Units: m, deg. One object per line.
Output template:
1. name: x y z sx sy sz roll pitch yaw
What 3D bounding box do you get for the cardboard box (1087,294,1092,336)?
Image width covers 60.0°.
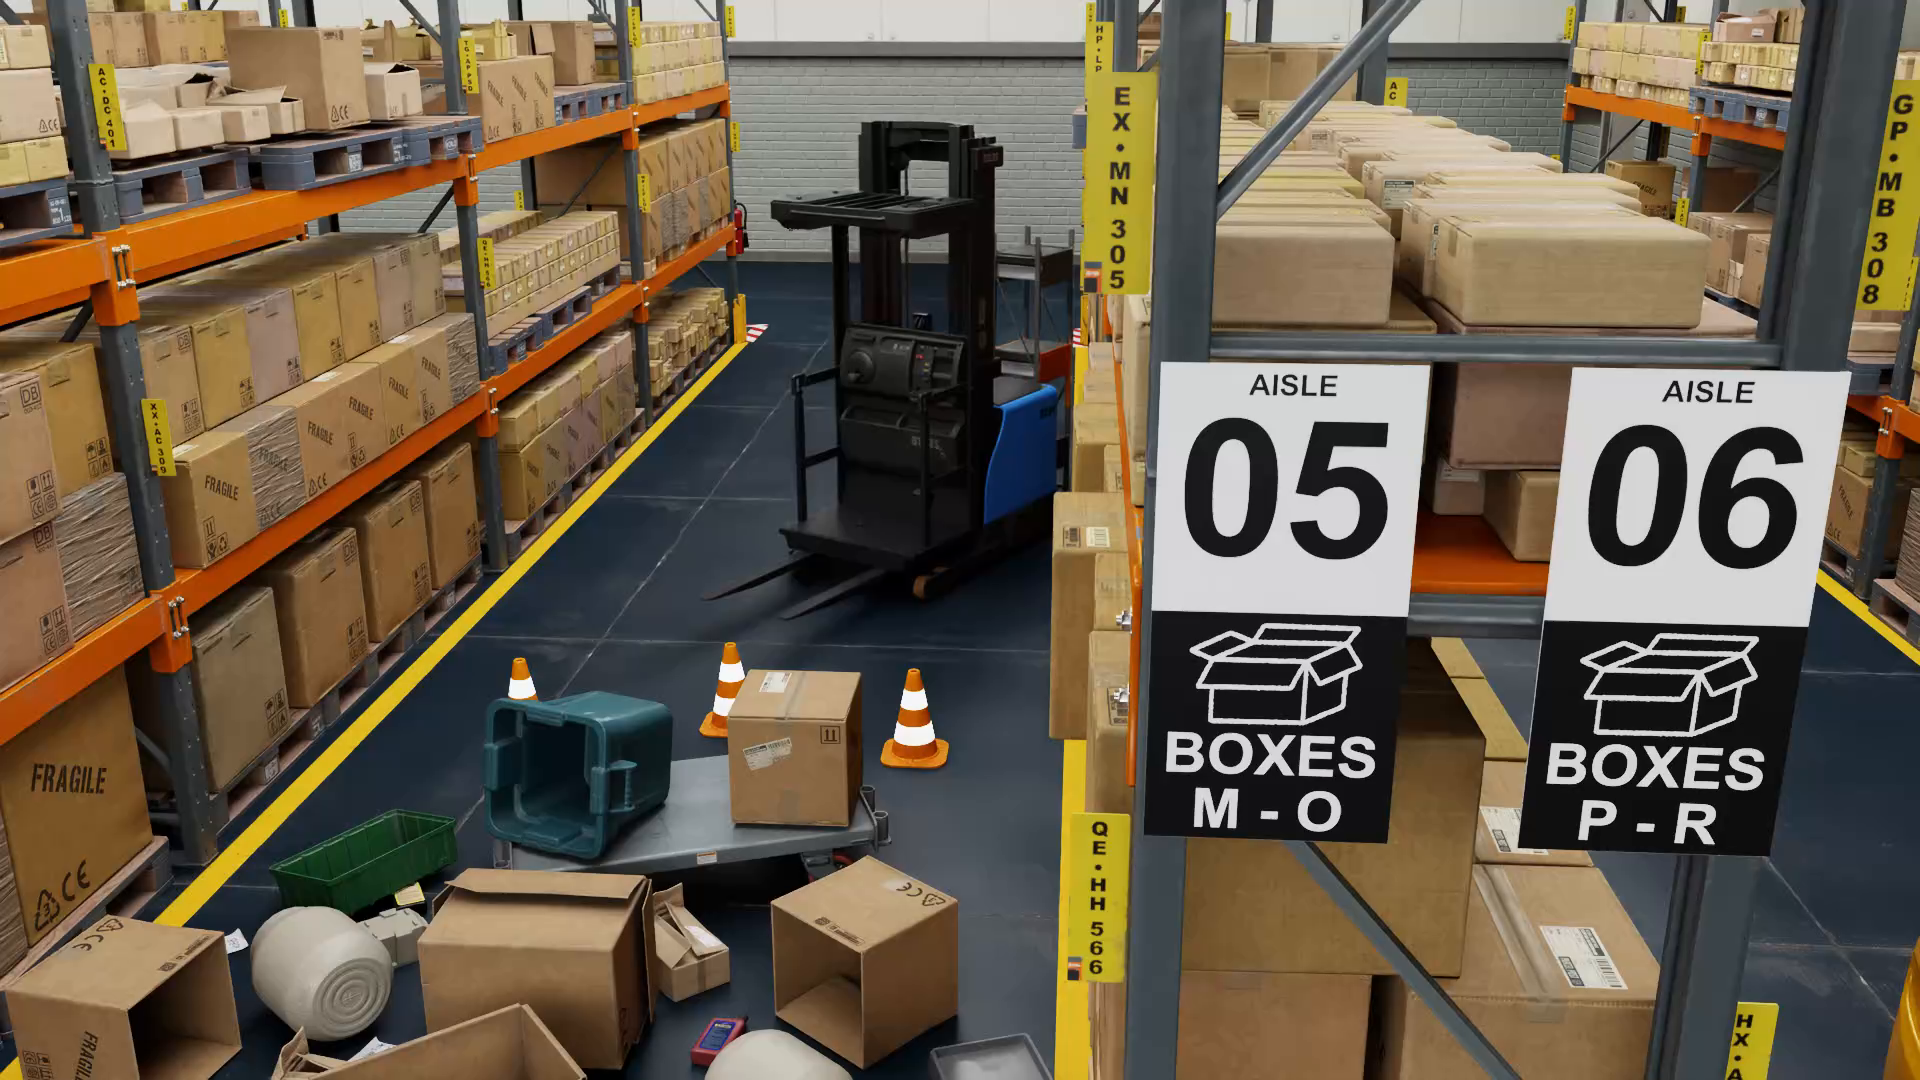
1. cardboard box: 1.222 -1.715 12.579 0.500 0.250 0.500 1 18 3

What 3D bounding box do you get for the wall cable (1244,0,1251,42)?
1. wall cable: 2.813 -8.240 22.617 2.355 3.000 0.029 1 18 4

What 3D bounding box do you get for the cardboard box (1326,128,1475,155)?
1. cardboard box: 1.245 -1.084 4.719 0.380 0.149 0.250 1 18 5

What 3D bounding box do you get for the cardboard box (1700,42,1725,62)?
1. cardboard box: 6.142 -3.893 13.260 0.380 0.149 0.250 2 18 6

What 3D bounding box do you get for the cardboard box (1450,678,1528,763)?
1. cardboard box: 1.169 0.687 4.372 0.500 0.500 0.500 1 18 3

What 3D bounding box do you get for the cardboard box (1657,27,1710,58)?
1. cardboard box: 6.425 -4.335 14.477 0.500 0.250 0.500 1 18 3

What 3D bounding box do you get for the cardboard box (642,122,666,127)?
1. cardboard box: -3.335 -4.086 17.332 0.500 0.500 0.500 2 18 6

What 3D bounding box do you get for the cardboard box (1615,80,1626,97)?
1. cardboard box: 6.426 -4.262 15.699 0.380 0.149 0.250 1 18 4

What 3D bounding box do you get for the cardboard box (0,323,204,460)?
1. cardboard box: -3.839 -0.663 7.362 0.700 0.500 0.500 1 18 3

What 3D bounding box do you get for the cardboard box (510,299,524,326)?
1. cardboard box: -3.310 -1.610 11.747 0.380 0.149 0.250 2 18 7

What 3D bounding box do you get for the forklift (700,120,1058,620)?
1. forklift: -0.499 -1.169 10.783 1.130 2.935 3.031 11 21 30

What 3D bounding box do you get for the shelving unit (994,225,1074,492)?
1. shelving unit: 0.526 -1.226 12.291 0.431 2.100 0.503 11 21 30

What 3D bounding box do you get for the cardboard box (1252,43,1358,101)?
1. cardboard box: 1.544 -2.025 7.233 0.500 0.250 0.500 1 18 3

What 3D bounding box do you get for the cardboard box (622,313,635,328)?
1. cardboard box: -3.382 -2.196 16.755 0.380 0.149 0.250 1 18 4

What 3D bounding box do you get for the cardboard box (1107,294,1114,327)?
1. cardboard box: 0.629 -0.723 4.898 0.380 0.149 0.250 1 18 3

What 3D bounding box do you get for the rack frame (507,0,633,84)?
1. rack frame: -3.295 -5.321 13.710 1.000 3.000 0.127 1 18 4

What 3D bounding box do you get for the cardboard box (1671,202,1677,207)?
1. cardboard box: 7.081 -3.285 16.894 0.500 0.250 0.500 1 18 4

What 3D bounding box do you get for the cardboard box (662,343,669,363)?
1. cardboard box: -3.017 -1.803 16.034 0.380 0.149 0.250 0 18 1

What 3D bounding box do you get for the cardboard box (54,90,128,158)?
1. cardboard box: -3.977 -1.810 7.218 0.500 0.250 0.500 1 18 5

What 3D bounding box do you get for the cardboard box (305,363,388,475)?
1. cardboard box: -3.452 -0.660 8.960 0.500 0.500 0.500 2 18 5

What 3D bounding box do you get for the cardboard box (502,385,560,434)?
1. cardboard box: -3.254 -0.962 12.178 0.500 0.250 0.500 1 18 3

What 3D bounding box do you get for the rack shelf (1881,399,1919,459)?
1. rack shelf: 6.171 -0.076 8.494 1.077 0.370 4.000 1 18 4

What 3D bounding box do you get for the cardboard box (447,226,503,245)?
1. cardboard box: -3.855 -2.398 13.197 0.380 0.149 0.250 1 18 3

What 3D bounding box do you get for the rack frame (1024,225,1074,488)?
1. rack frame: 0.655 -1.290 12.487 0.400 2.100 0.015 11 21 30

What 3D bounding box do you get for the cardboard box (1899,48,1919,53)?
1. cardboard box: 6.611 -3.401 11.758 0.380 0.149 0.250 2 18 5

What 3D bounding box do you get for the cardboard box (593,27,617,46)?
1. cardboard box: -3.032 -4.336 14.320 0.380 0.149 0.250 1 18 3

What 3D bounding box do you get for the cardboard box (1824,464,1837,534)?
1. cardboard box: 6.176 -0.342 11.490 0.500 0.500 0.500 1 18 3

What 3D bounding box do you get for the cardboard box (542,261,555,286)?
1. cardboard box: -3.256 -1.995 12.446 0.380 0.149 0.250 1 18 3

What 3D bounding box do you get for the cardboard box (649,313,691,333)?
1. cardboard box: -2.926 -2.185 16.722 0.380 0.149 0.250 1 18 4

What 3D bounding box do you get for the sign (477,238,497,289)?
1. sign: -3.028 -1.767 10.638 0.100 0.325 0.005 1 18 4

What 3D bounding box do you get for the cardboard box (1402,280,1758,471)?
1. cardboard box: 1.091 -0.310 2.998 0.500 0.250 0.500 1 18 3

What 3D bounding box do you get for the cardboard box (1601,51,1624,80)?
1. cardboard box: 6.518 -4.571 16.001 0.500 0.250 0.500 1 18 2

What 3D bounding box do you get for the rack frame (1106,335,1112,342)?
1. rack frame: 1.076 0.093 6.820 1.000 3.000 0.127 1 18 4

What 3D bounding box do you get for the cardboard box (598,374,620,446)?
1. cardboard box: -3.134 -1.087 13.764 0.500 0.500 0.500 1 18 3

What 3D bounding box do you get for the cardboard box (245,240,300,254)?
1. cardboard box: -7.914 -2.844 18.523 0.875 0.875 0.875 1 18 4

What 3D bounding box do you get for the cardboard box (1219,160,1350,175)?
1. cardboard box: 0.670 -0.773 3.771 0.380 0.149 0.250 1 18 4

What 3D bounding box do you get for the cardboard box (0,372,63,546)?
1. cardboard box: -3.852 -0.283 5.994 0.875 0.550 0.550 1 18 4

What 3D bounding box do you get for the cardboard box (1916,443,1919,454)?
1. cardboard box: 6.708 -0.596 11.223 0.380 0.149 0.250 2 18 6

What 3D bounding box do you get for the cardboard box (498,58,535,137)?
1. cardboard box: -3.246 -3.028 11.368 0.500 0.500 0.500 1 18 4

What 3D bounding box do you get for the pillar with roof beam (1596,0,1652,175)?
1. pillar with roof beam: 3.686 -7.288 19.713 9.100 9.000 0.400 1 18 4

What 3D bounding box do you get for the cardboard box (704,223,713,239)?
1. cardboard box: -2.803 -3.251 17.432 0.380 0.149 0.250 2 18 5

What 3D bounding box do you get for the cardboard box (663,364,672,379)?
1. cardboard box: -2.963 -1.582 15.838 0.380 0.149 0.250 1 18 4

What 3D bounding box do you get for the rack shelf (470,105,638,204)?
1. rack shelf: -3.438 -2.933 12.394 1.077 0.370 4.000 1 18 4

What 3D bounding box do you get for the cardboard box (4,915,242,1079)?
1. cardboard box: -2.956 1.706 5.909 0.500 0.500 0.500 4 19 13

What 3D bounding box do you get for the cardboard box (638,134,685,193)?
1. cardboard box: -2.930 -3.586 15.806 0.500 0.500 0.500 2 18 5

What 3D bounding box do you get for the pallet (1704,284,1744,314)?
1. pallet: 6.435 -1.945 13.348 1.003 0.211 1.213 1 18 4

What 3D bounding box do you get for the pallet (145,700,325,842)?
1. pallet: -3.888 1.098 8.233 1.003 0.211 1.213 1 18 4

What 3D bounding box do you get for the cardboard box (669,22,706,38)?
1. cardboard box: -2.783 -5.145 16.789 0.380 0.149 0.250 2 18 5

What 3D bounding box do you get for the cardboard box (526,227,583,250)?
1. cardboard box: -3.207 -2.383 13.151 0.380 0.149 0.250 1 18 2

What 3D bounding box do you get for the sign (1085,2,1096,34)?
1. sign: 1.383 -5.526 17.623 0.100 0.325 0.005 1 18 4

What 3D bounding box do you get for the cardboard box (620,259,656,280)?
1. cardboard box: -2.948 -2.432 14.930 0.380 0.149 0.250 2 18 6

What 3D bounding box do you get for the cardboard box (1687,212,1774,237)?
1. cardboard box: 6.343 -2.383 13.544 0.700 0.500 0.500 2 18 5

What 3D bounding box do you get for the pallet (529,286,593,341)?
1. pallet: -3.480 -1.753 12.762 1.003 0.211 1.213 1 18 4

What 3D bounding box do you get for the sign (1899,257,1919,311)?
1. sign: 5.772 -1.561 10.137 0.100 0.325 0.005 1 18 4

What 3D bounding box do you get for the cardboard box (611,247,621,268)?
1. cardboard box: -3.126 -2.423 14.228 0.380 0.149 0.250 1 18 3

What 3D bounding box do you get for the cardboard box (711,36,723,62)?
1. cardboard box: -2.787 -5.156 17.461 0.500 0.250 0.500 1 18 2
